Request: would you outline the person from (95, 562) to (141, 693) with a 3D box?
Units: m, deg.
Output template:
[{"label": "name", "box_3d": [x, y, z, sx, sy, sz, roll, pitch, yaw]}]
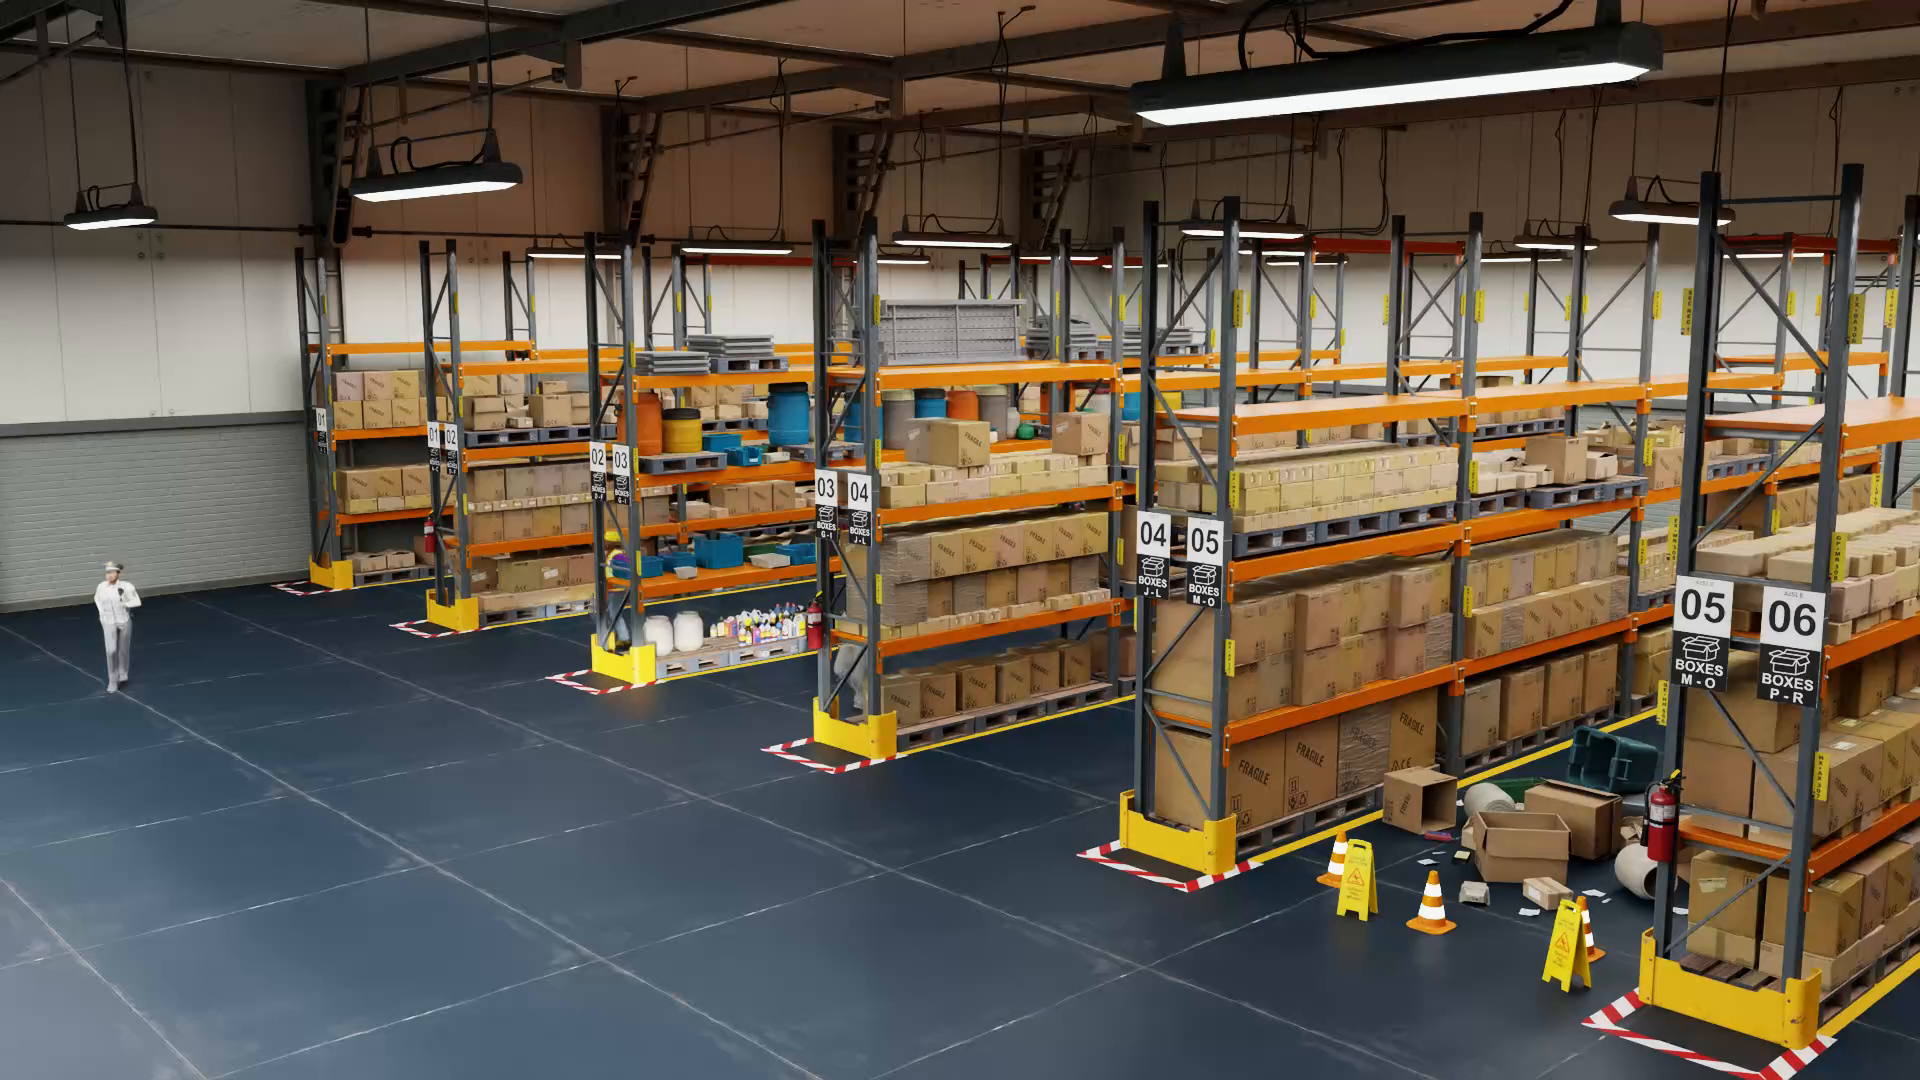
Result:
[{"label": "person", "box_3d": [-11.107, 1.138, 21.968, 0.542, 1.757, 0.720, -3, 9, -20]}]

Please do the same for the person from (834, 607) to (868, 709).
[{"label": "person", "box_3d": [-1.324, 1.312, 20.833, 0.549, 1.623, 0.585, -8, 12, -44]}]

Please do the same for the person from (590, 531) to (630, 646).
[{"label": "person", "box_3d": [-5.135, 0.741, 24.406, 0.697, 1.750, 0.666, 7, 11, 41]}]
